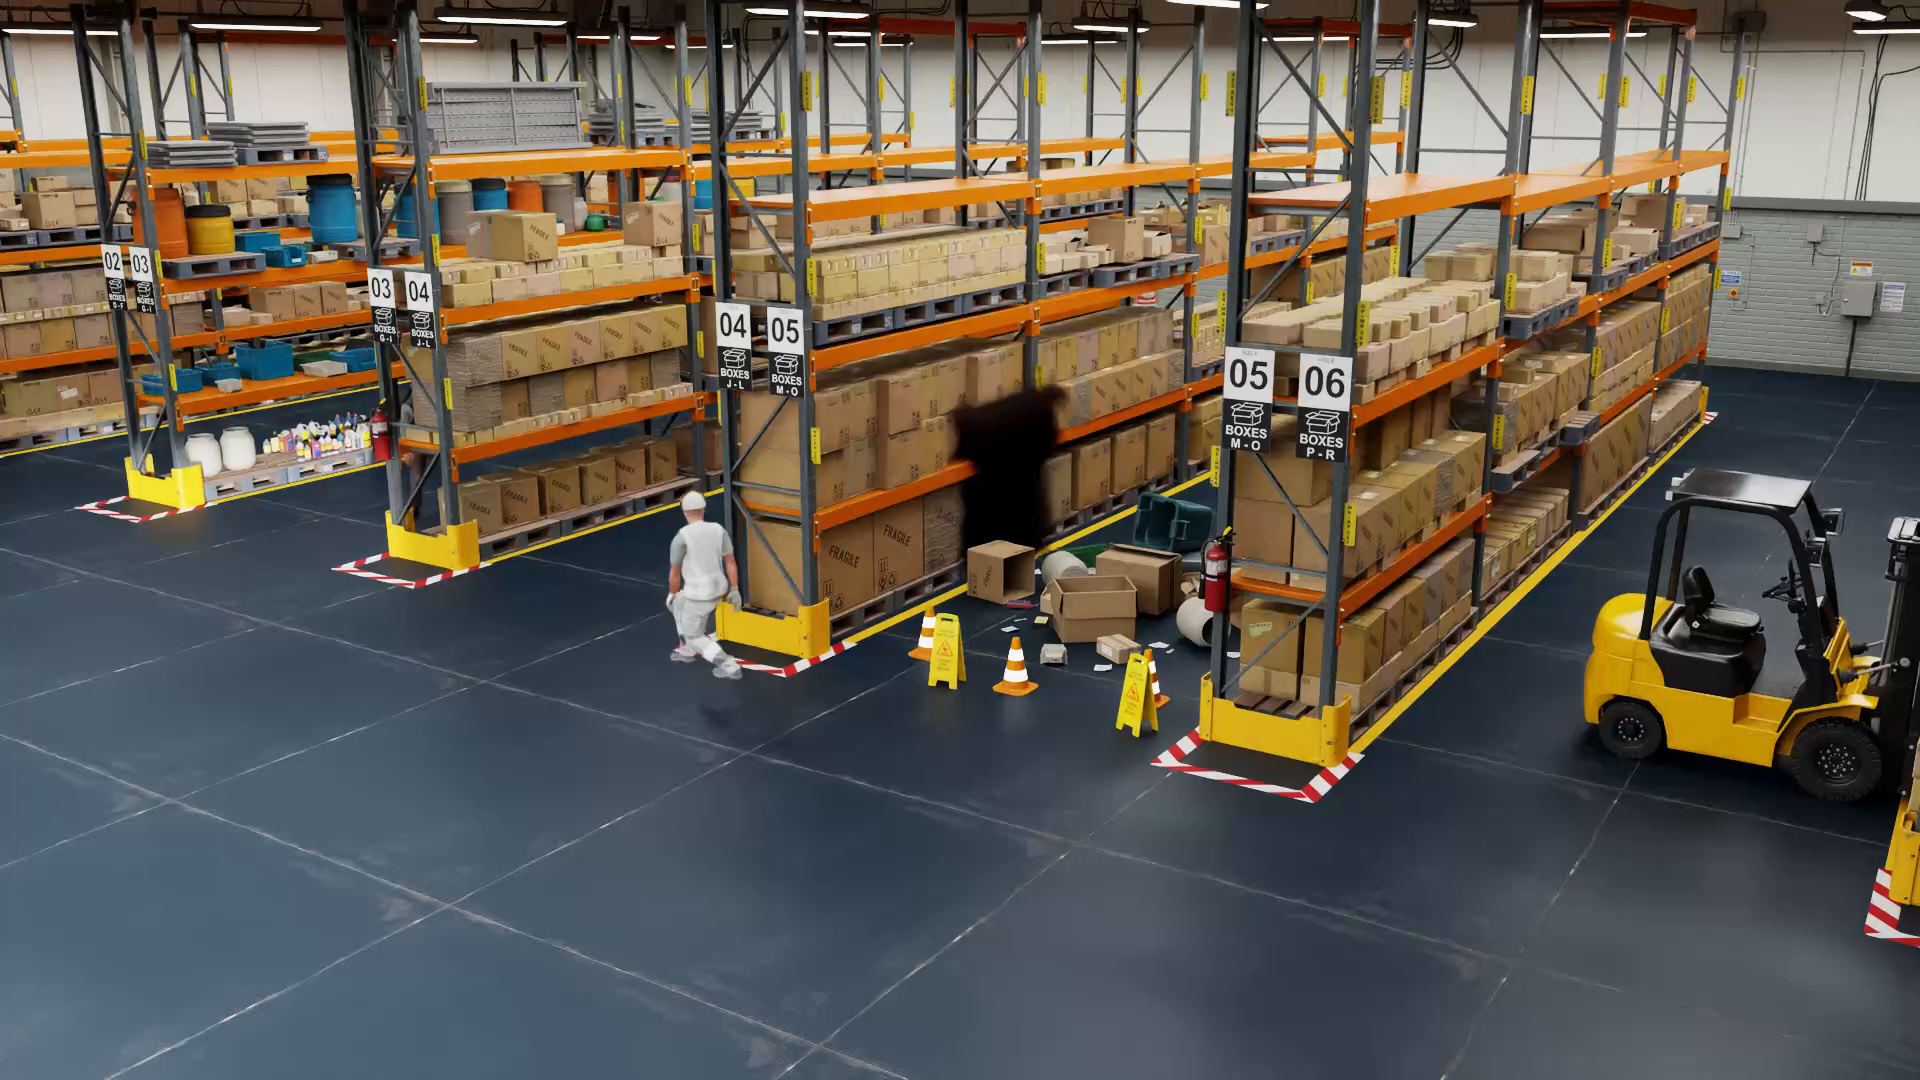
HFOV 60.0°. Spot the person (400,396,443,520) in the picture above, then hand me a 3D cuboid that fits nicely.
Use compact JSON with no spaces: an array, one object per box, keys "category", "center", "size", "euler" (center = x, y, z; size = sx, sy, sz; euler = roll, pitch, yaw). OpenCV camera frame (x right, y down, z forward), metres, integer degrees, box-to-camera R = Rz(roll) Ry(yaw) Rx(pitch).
[{"category":"person","center":[-6.385,-1.078,19.951],"size":[0.647,1.766,0.491],"euler":[-10,18,-32]}]

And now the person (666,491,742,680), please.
[{"category":"person","center":[-2.214,0.372,13.941],"size":[0.875,1.572,0.526],"euler":[7,17,23]}]

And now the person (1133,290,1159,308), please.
[{"category":"person","center":[3.596,-4.548,32.284],"size":[0.600,1.738,0.902],"euler":[-9,18,-28]}]
